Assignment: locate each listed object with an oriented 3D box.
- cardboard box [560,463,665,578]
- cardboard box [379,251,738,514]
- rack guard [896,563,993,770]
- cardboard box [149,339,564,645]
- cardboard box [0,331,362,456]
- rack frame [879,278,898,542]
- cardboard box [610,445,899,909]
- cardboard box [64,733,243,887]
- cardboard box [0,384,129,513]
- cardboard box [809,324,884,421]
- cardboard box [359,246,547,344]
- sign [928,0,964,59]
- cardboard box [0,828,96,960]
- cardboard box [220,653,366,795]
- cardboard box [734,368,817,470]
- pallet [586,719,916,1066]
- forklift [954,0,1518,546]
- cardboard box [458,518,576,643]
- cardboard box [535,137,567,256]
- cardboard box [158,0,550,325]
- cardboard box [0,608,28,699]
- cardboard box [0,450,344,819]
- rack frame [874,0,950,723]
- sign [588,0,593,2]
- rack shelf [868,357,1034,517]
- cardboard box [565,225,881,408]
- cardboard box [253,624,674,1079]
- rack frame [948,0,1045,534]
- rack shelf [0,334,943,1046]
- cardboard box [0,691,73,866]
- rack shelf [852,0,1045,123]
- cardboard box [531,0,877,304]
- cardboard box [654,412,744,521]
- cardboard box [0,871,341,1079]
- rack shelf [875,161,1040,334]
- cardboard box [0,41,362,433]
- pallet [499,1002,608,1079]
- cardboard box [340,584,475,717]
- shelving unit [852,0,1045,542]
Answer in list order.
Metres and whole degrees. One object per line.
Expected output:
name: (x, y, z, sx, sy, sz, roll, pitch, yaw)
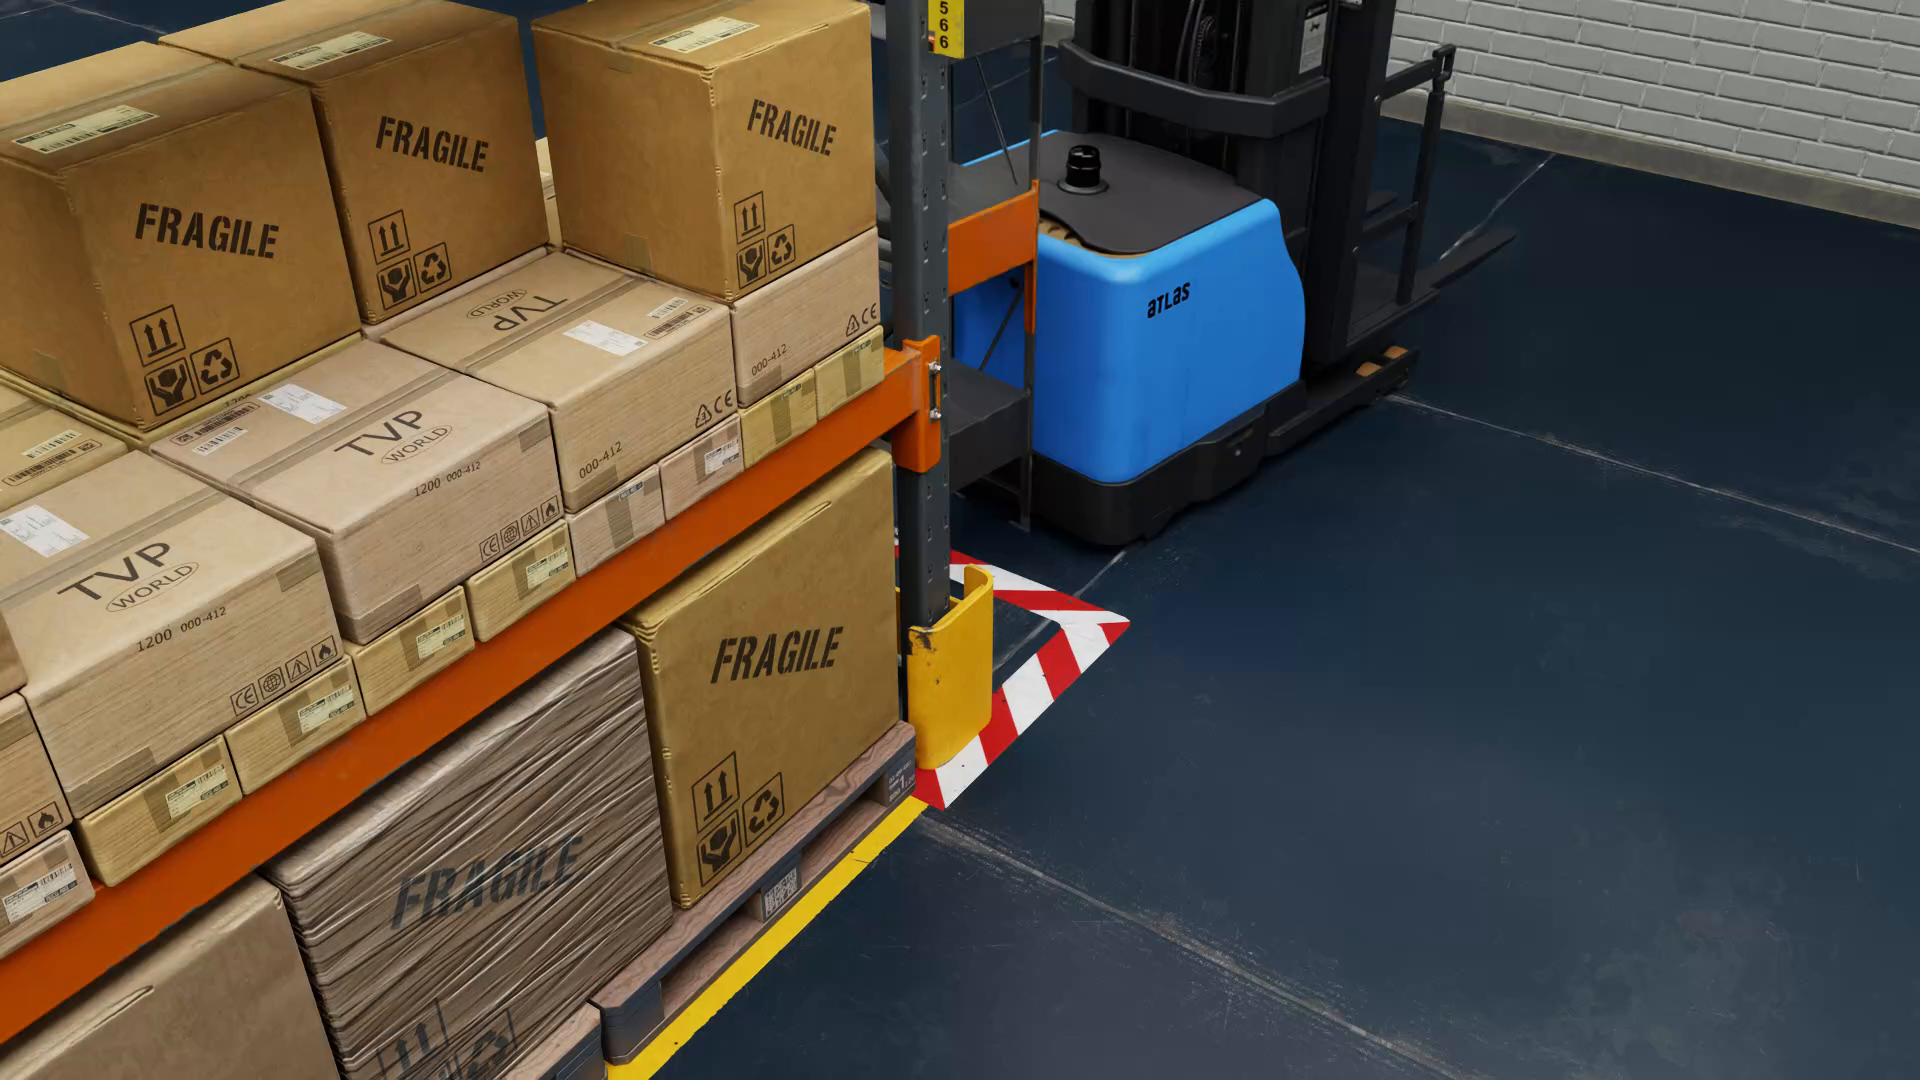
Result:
cardboard box: (-0.839, -0.099, 3.443, 0.380, 0.149, 0.250, 22, 40, 29)
cardboard box: (-0.820, -0.343, 3.448, 0.500, 0.250, 0.500, 21, 39, 27)
rack guard: (-0.458, 0.202, 5.005, 1.175, 0.500, 0.348, 21, 39, 28)
cardboard box: (-1.110, -0.108, 3.101, 0.500, 0.250, 0.500, 20, 39, 27)
cardboard box: (-1.547, -0.278, 3.351, 0.500, 0.250, 0.500, 20, 39, 27)
rack frame: (-0.244, -0.775, 5.022, 0.400, 2.100, 0.015, 29, 43, 35)
cardboard box: (-0.771, 0.204, 4.293, 0.875, 0.875, 0.875, 21, 39, 28)
cardboard box: (-1.423, 0.374, 2.743, 0.380, 0.149, 0.250, 20, 39, 27)
cardboard box: (-1.841, -0.036, 2.994, 0.500, 0.250, 0.500, 20, 39, 27)
cardboard box: (-0.404, -0.450, 3.961, 0.380, 0.149, 0.250, 22, 40, 29)
cardboard box: (-1.258, -0.508, 3.692, 0.500, 0.250, 0.500, 21, 39, 28)
sign: (-0.034, -1.221, 3.632, 0.100, 0.325, 0.005, 21, 39, 28)
cardboard box: (-1.572, 0.496, 2.564, 0.380, 0.149, 0.250, 22, 40, 29)
cardboard box: (-1.276, 0.254, 2.921, 0.380, 0.149, 0.250, 22, 40, 29)
cardboard box: (-0.551, -0.329, 3.784, 0.380, 0.149, 0.250, 22, 40, 29)
pallet: (-0.863, 0.725, 4.489, 1.003, 0.211, 1.213, 21, 39, 28)
forklift: (1.184, -1.923, 5.977, 1.130, 2.935, 3.031, 29, 43, 35)
cardboard box: (-0.985, 0.021, 3.266, 0.380, 0.149, 0.250, 20, 39, 27)
cardboard box: (-0.967, -0.749, 4.048, 0.500, 0.250, 0.500, 20, 39, 27)
cardboard box: (-1.252, -0.830, 3.498, 0.500, 0.500, 0.500, 20, 39, 27)
cardboard box: (-1.689, 0.043, 2.208, 0.500, 0.500, 0.500, 20, 39, 27)
cardboard box: (-1.403, 0.133, 2.745, 0.500, 0.250, 0.500, 21, 40, 28)
rack frame: (-0.472, -0.823, 4.289, 1.000, 3.000, 0.127, 21, 39, 28)
sign: (-0.924, -1.394, 4.290, 0.100, 0.325, 0.005, 21, 39, 28)
rack shelf: (-0.074, -0.282, 5.567, 0.431, 0.518, 0.480, 29, 43, 35)
cardboard box: (-0.530, -0.576, 3.792, 0.500, 0.250, 0.500, 21, 39, 27)
cardboard box: (-1.290, 0.622, 3.674, 0.875, 0.875, 0.875, 21, 39, 28)
rack frame: (0.096, -0.972, 5.312, 0.400, 2.100, 0.015, 29, 43, 35)
rack shelf: (-1.612, 0.396, 3.129, 1.077, 0.370, 4.000, 21, 39, 28)
cardboard box: (-1.691, 0.357, 2.413, 0.500, 0.250, 0.500, 22, 40, 29)
rack shelf: (-0.074, -1.442, 4.783, 0.431, 0.518, 0.480, 29, 43, 35)
cardboard box: (-0.533, -0.886, 3.582, 0.500, 0.500, 0.500, 22, 40, 29)
cardboard box: (-0.696, -0.214, 3.613, 0.380, 0.149, 0.250, 21, 40, 28)
cardboard box: (-1.797, 1.032, 3.068, 0.875, 0.875, 0.875, 21, 39, 28)
rack shelf: (-0.074, -0.862, 5.175, 0.431, 0.518, 0.480, 29, 43, 35)
cardboard box: (-1.543, -0.589, 3.143, 0.500, 0.500, 0.500, 20, 39, 27)
pallet: (-1.559, 1.285, 3.662, 1.003, 0.211, 1.213, 21, 39, 28)
cardboard box: (-1.133, 0.140, 3.089, 0.380, 0.149, 0.250, 21, 40, 28)
shelving unit: (-0.074, -0.873, 5.167, 0.431, 2.100, 0.503, 29, 43, 35)
